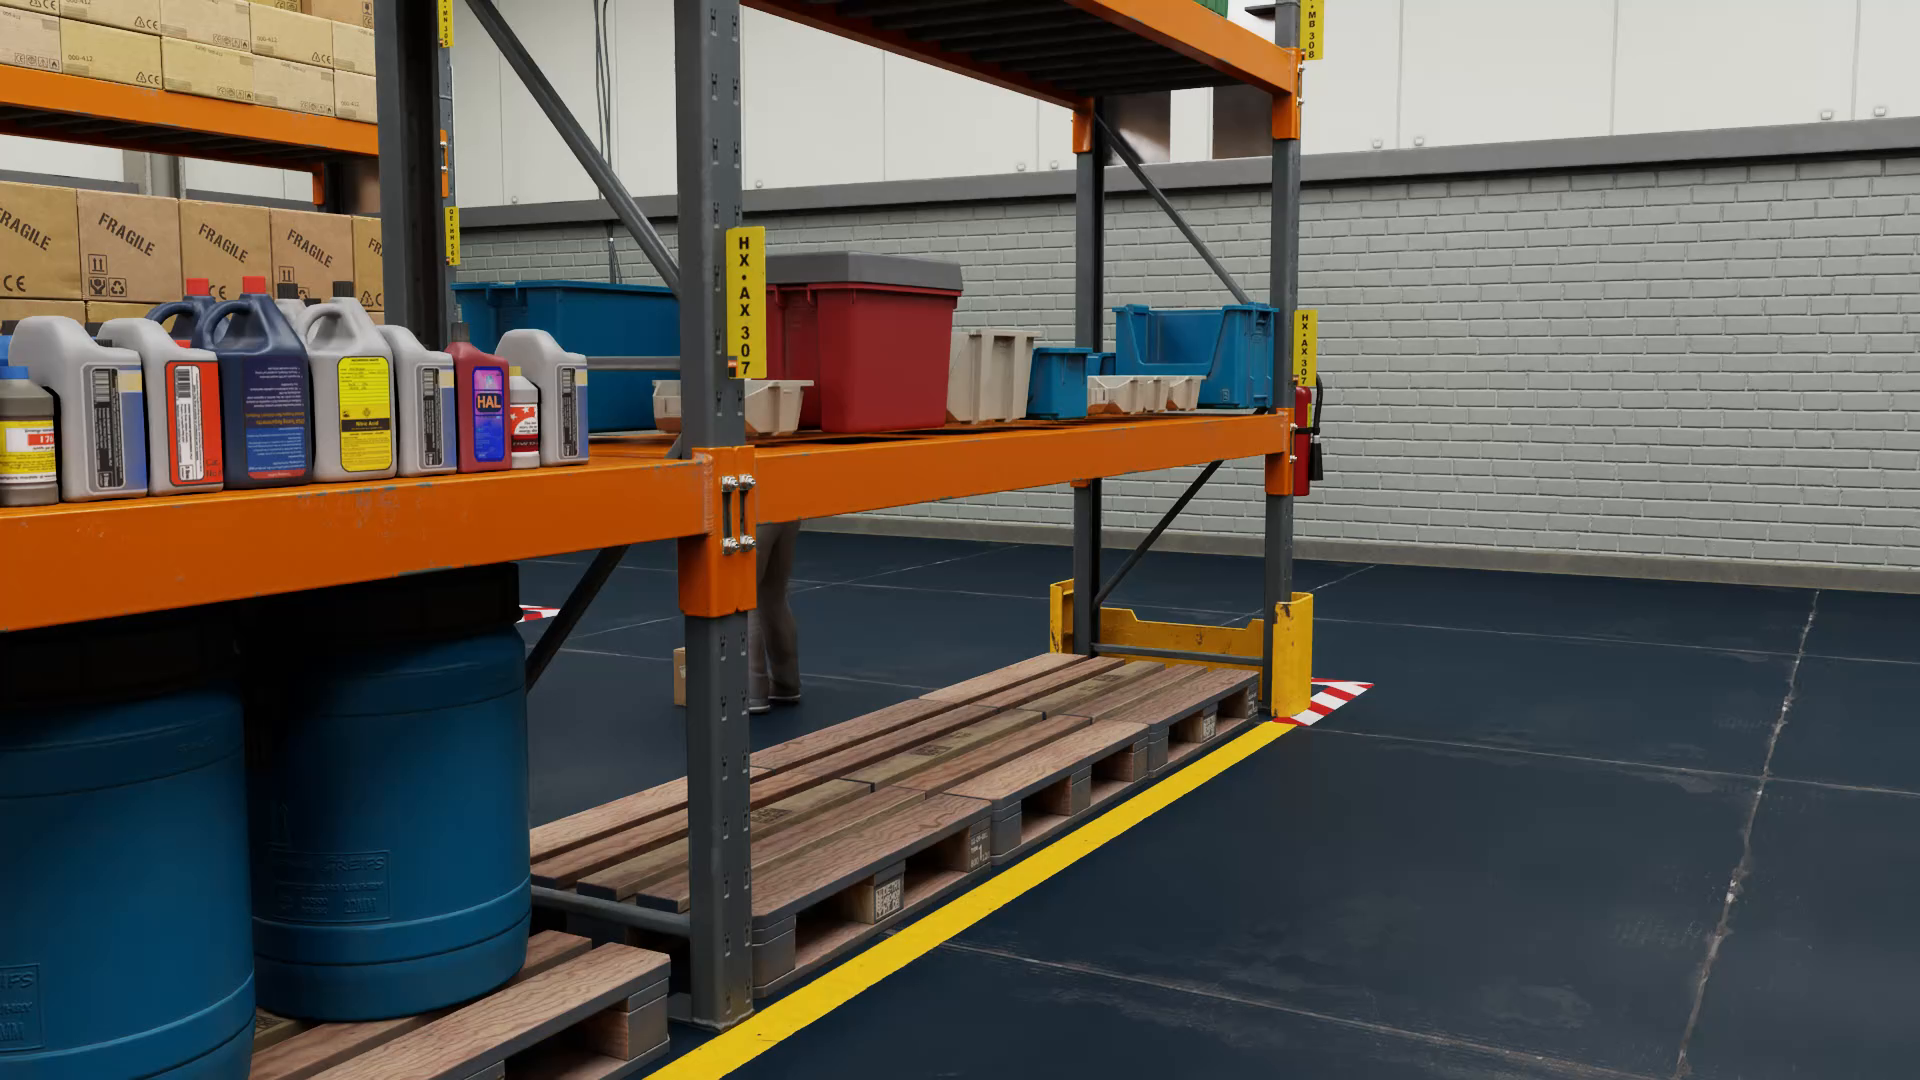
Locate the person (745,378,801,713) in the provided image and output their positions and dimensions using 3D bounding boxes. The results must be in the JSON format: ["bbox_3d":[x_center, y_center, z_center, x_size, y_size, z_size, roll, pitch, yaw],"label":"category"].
[{"bbox_3d":[-0.896,-0.082,7.290,0.395,1.658,0.525,3,7,25],"label":"person"}]
